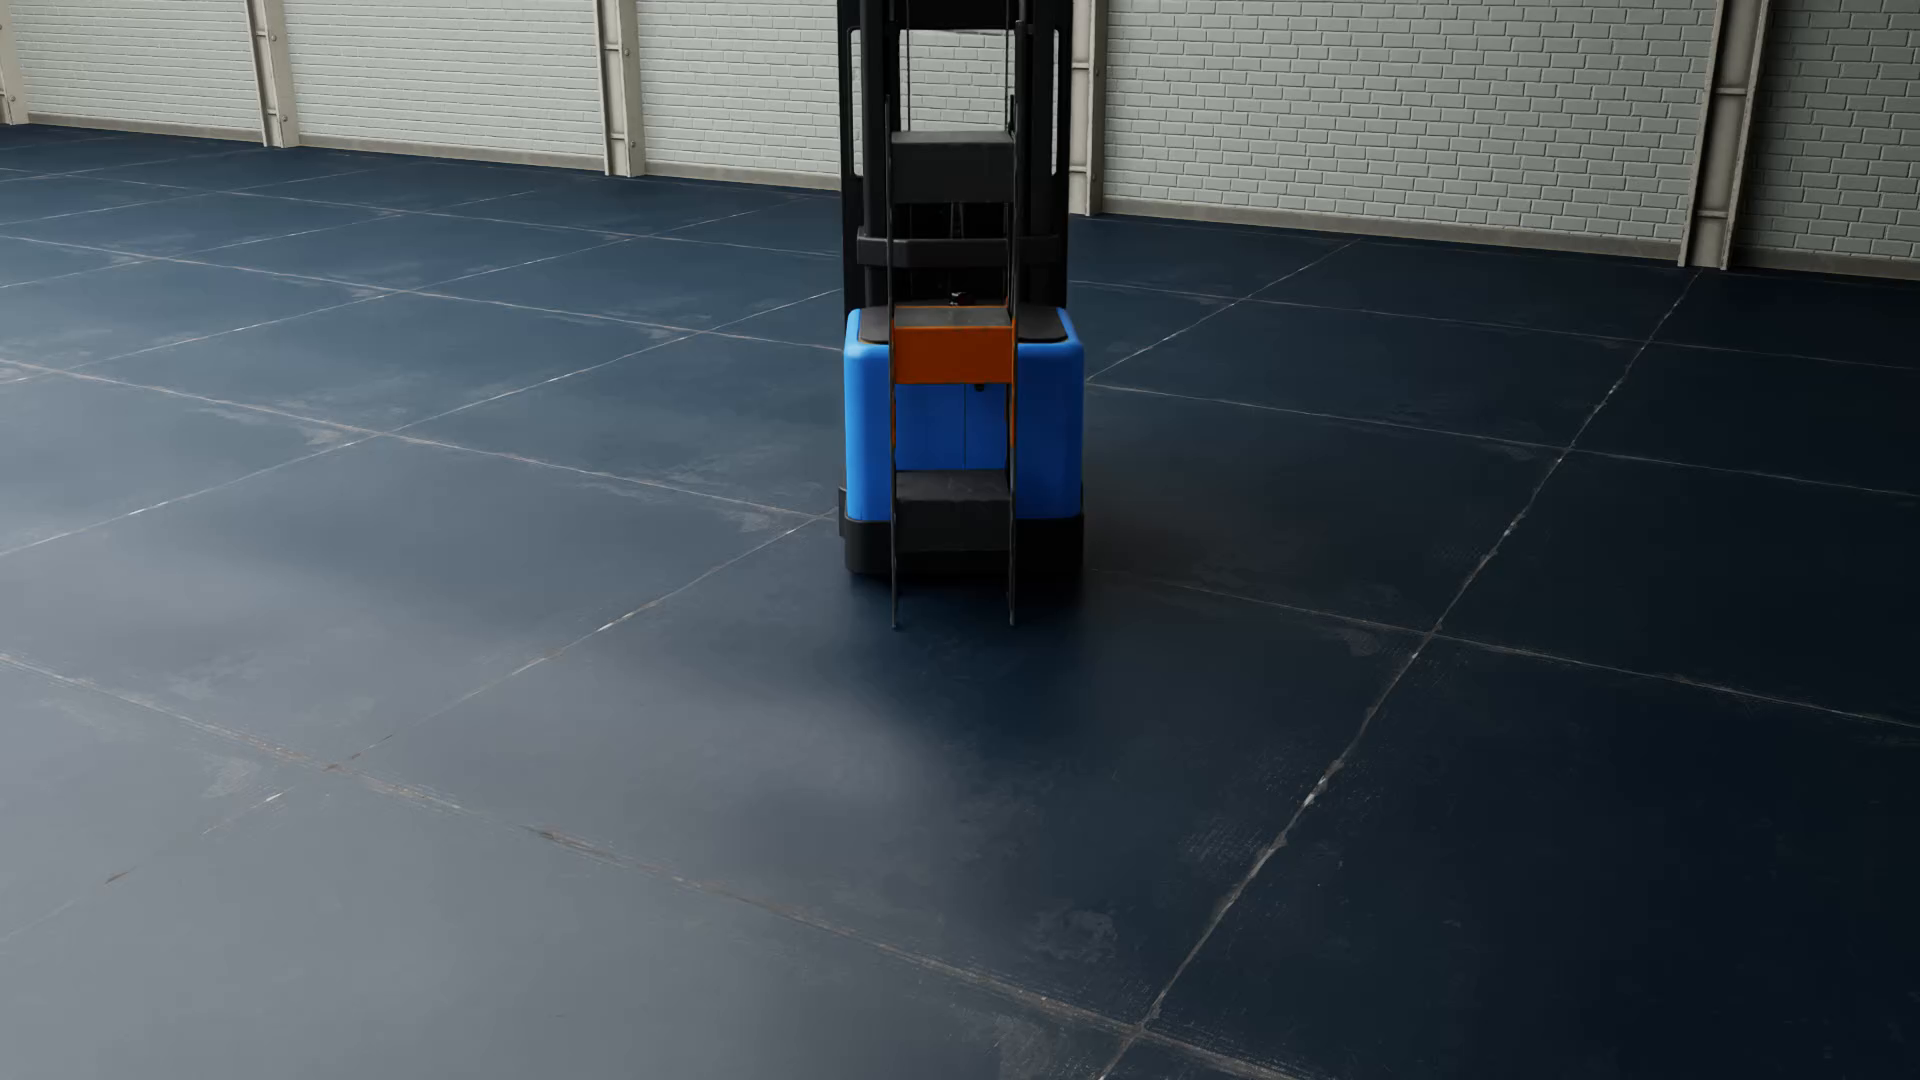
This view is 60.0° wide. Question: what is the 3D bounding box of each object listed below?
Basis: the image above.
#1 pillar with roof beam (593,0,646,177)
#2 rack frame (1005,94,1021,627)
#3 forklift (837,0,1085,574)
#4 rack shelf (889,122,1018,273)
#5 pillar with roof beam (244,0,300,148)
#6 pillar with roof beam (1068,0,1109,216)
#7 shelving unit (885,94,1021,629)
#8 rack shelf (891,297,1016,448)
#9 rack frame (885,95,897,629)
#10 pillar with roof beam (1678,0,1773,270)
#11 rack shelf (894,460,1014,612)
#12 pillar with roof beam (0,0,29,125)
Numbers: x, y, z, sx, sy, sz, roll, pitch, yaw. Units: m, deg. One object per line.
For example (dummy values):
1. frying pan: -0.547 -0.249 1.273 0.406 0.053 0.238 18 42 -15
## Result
1. pillar with roof beam: -6.106 -7.333 14.885 0.400 9.000 9.100 11 23 27
2. rack frame: 0.211 -0.695 6.702 0.015 2.100 0.400 -1 20 -2
3. forklift: -0.034 -1.684 8.208 1.130 2.935 3.031 -1 20 -2
4. rack shelf: -0.033 -1.337 6.459 0.480 0.518 0.431 -1 20 -2
5. pillar with roof beam: -11.345 -8.331 17.636 0.400 9.000 9.100 11 23 27
6. pillar with roof beam: -0.868 -6.335 12.134 0.400 9.000 9.100 11 23 27
7. shelving unit: -0.033 -0.692 6.693 0.503 2.100 0.431 -1 20 -2
8. rack shelf: -0.033 -0.679 6.698 0.480 0.518 0.431 -1 20 -2
9. rack frame: -0.276 -0.689 6.685 0.015 2.100 0.400 -1 20 -2
10. pillar with roof beam: 4.370 -5.338 9.383 0.400 9.000 9.100 11 23 27
11. rack shelf: -0.033 -0.021 6.937 0.480 0.518 0.431 -1 20 -2
12. pillar with roof beam: -16.583 -9.329 20.386 0.400 9.000 9.100 11 23 27
